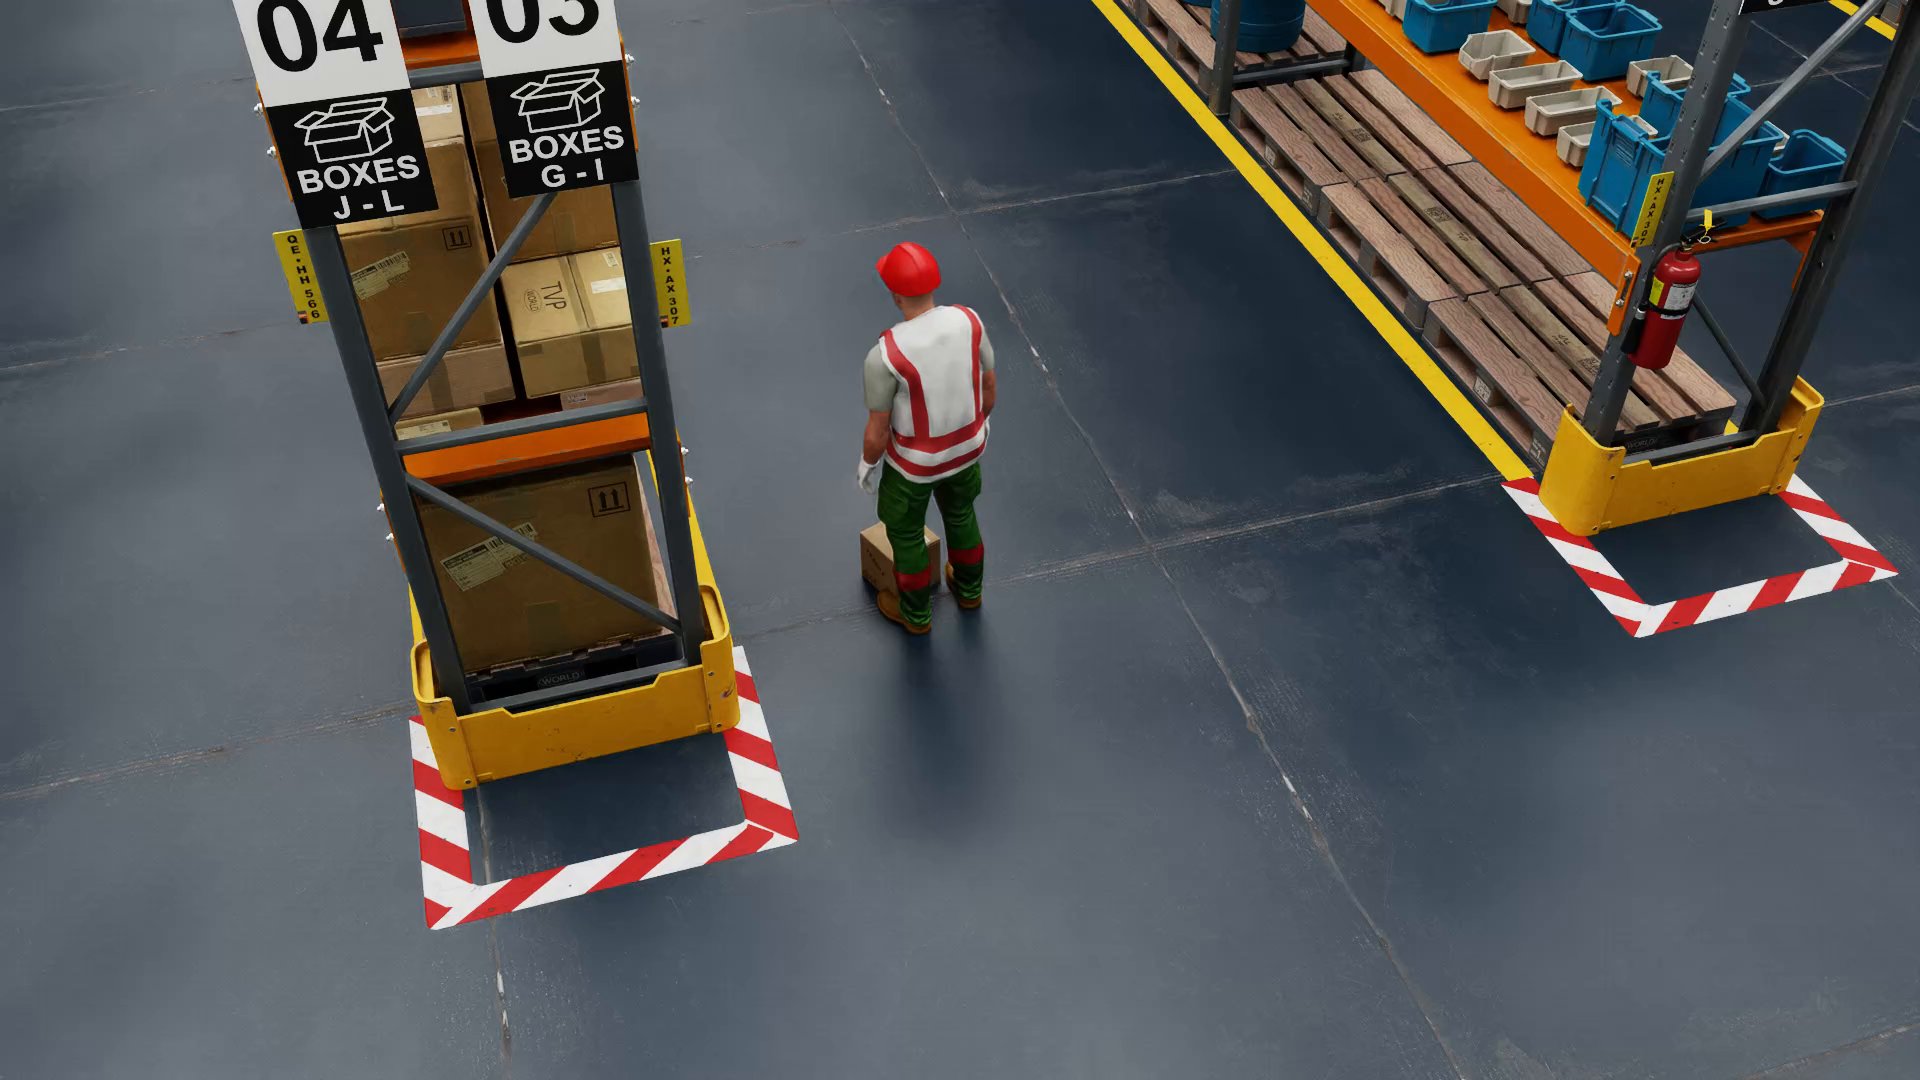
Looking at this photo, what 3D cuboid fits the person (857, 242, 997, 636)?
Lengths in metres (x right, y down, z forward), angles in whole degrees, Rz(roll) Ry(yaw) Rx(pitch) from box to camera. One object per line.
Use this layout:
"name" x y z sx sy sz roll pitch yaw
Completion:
"person" -0.130 -0.370 6.561 0.608 1.780 0.448 -23 47 -23
